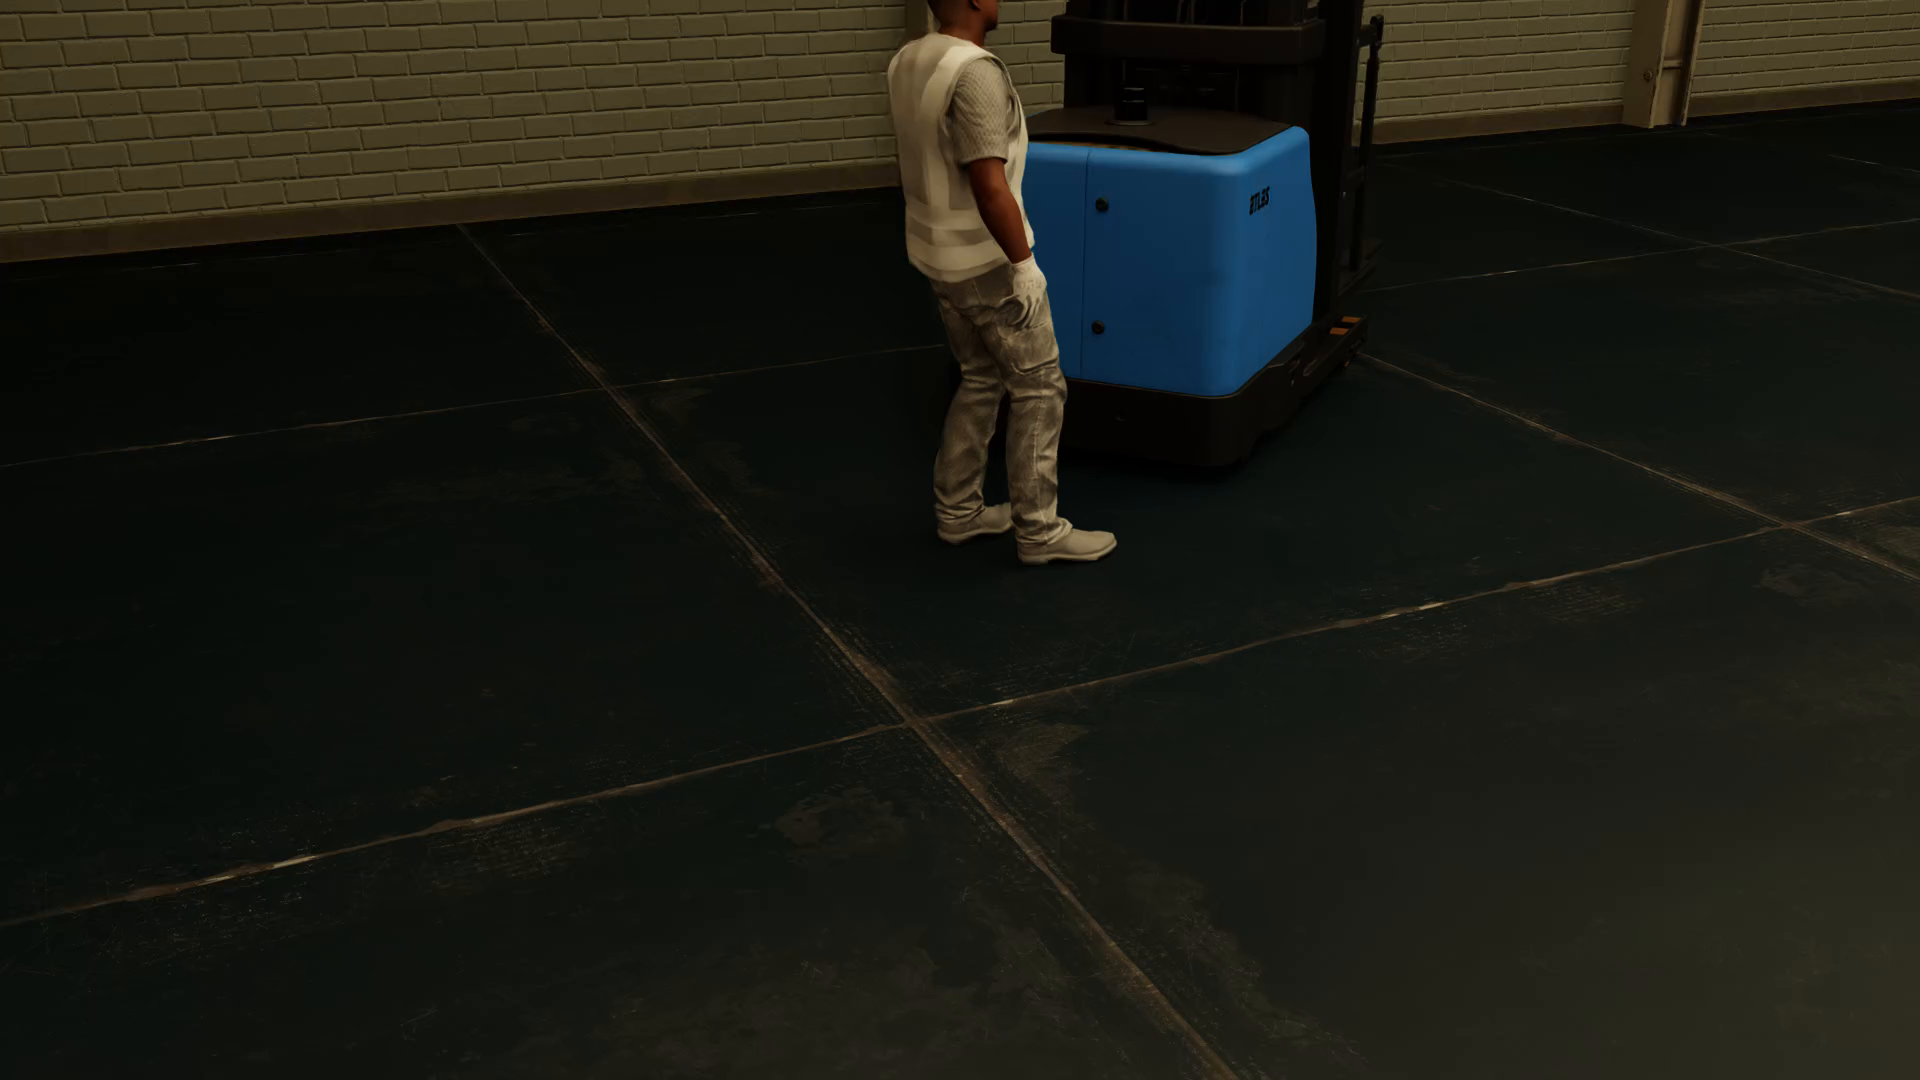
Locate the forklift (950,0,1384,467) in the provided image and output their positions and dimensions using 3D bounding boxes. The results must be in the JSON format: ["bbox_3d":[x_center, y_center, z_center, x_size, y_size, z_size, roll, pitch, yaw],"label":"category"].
[{"bbox_3d":[1.063,-2.124,6.398,1.130,2.935,3.031,11,25,24],"label":"forklift"}]

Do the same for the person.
[{"bbox_3d":[0.112,-0.830,4.809,0.565,1.771,0.681,-9,24,-20],"label":"person"}]
